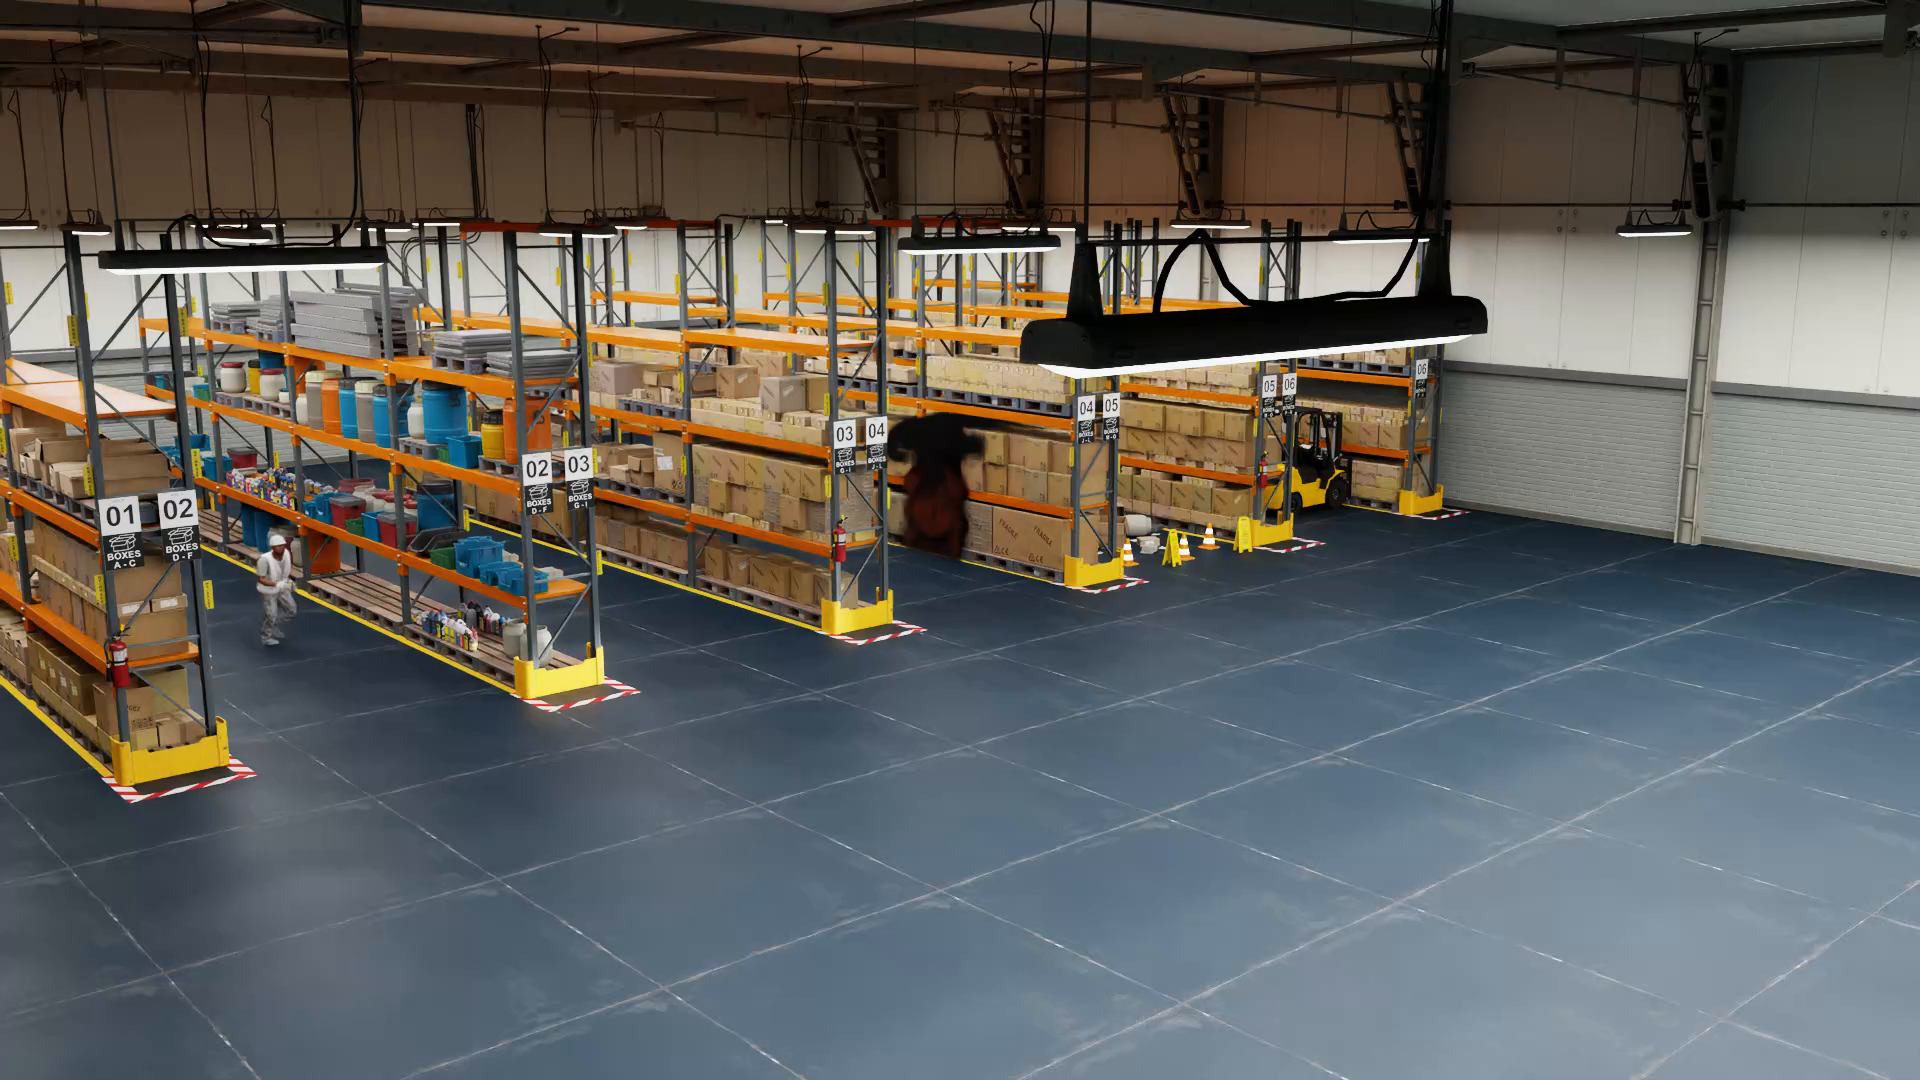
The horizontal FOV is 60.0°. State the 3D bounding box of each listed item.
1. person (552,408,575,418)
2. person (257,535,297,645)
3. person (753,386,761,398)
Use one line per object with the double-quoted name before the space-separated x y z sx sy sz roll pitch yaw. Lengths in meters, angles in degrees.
"person" -9.622 -2.571 40.399 0.730 1.672 0.800 -3 12 -13
"person" -9.860 0.730 24.050 0.774 1.672 0.711 6 13 26
"person" -5.379 -3.500 45.052 0.589 1.712 0.840 9 14 37
